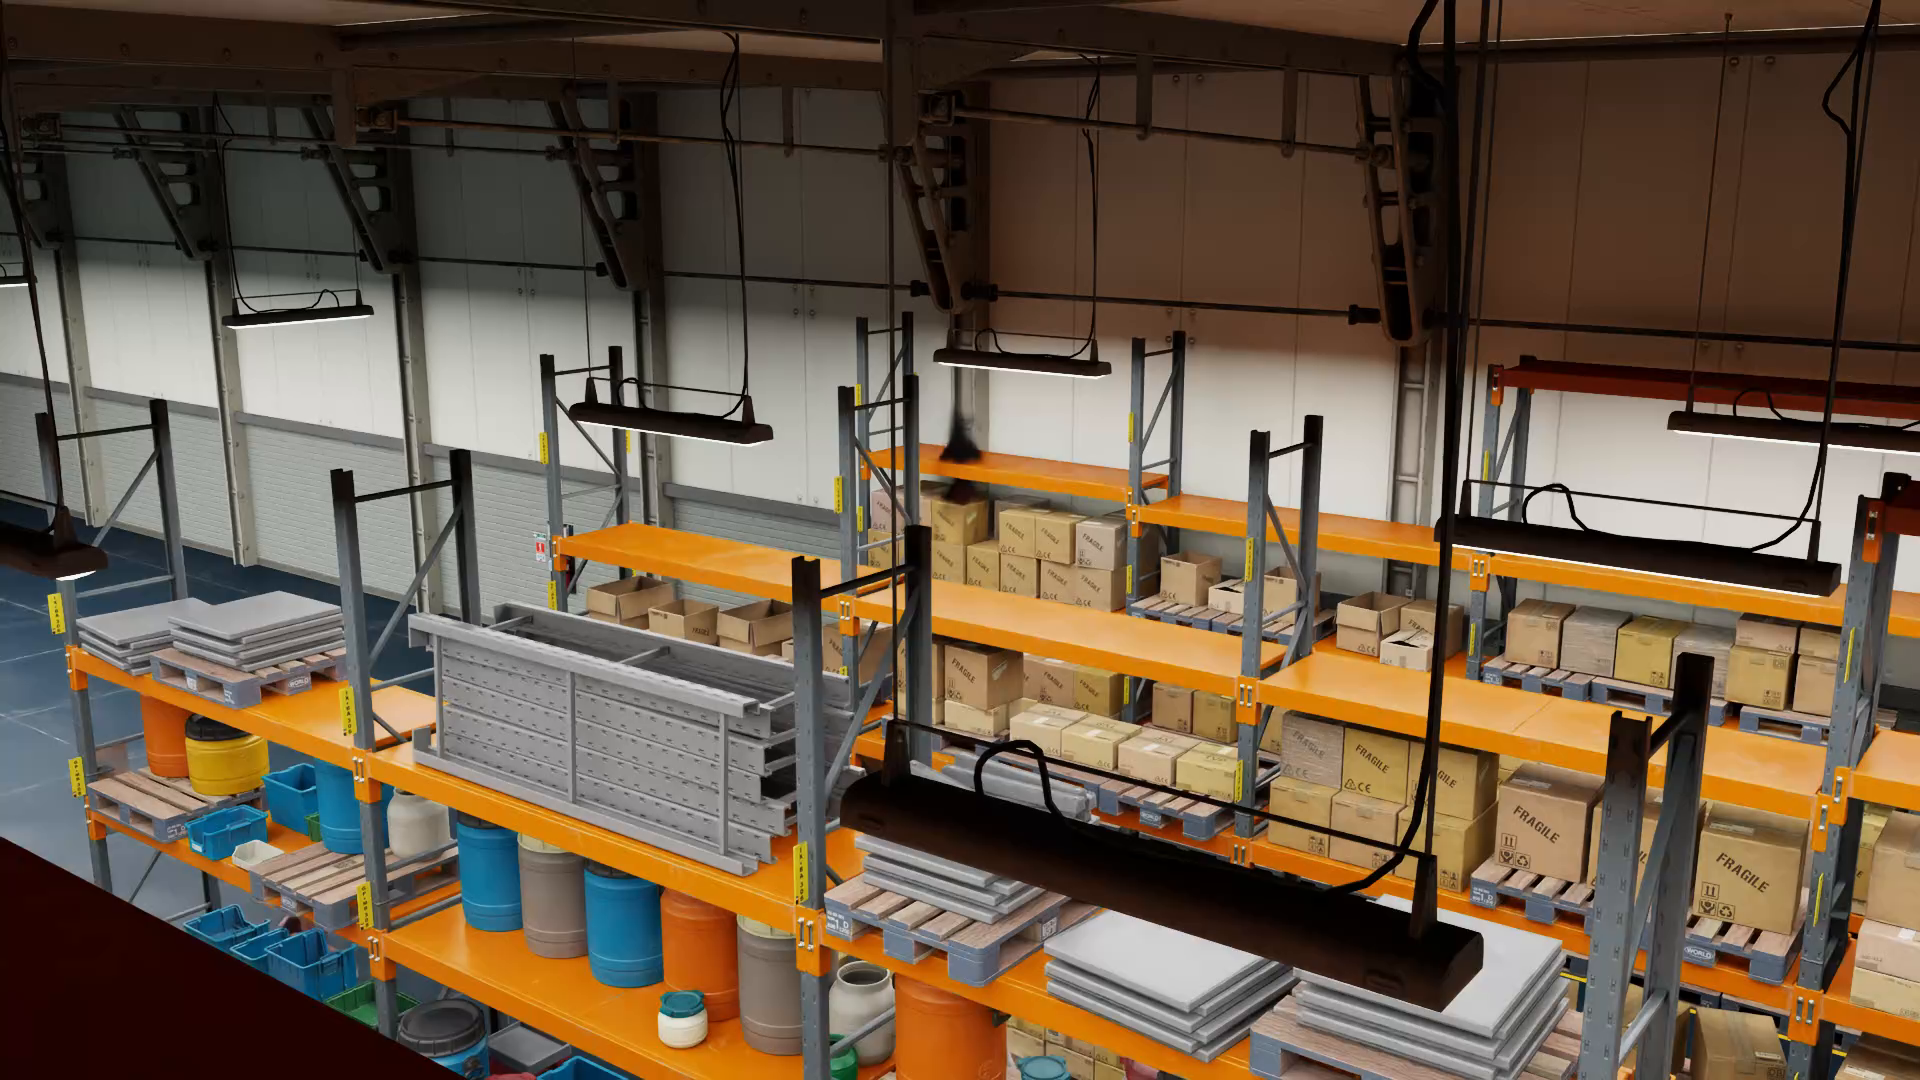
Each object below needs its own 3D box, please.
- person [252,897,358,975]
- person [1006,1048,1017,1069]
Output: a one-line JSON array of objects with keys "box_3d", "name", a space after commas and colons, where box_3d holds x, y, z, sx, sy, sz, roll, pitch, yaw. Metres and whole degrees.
[{"box_3d": [-6.403, 3.621, 16.204, 0.889, 1.535, 0.586, -4, 14, -16], "name": "person"}, {"box_3d": [0.073, 4.278, 13.001, 0.653, 1.722, 0.675, 12, 18, 42], "name": "person"}]
